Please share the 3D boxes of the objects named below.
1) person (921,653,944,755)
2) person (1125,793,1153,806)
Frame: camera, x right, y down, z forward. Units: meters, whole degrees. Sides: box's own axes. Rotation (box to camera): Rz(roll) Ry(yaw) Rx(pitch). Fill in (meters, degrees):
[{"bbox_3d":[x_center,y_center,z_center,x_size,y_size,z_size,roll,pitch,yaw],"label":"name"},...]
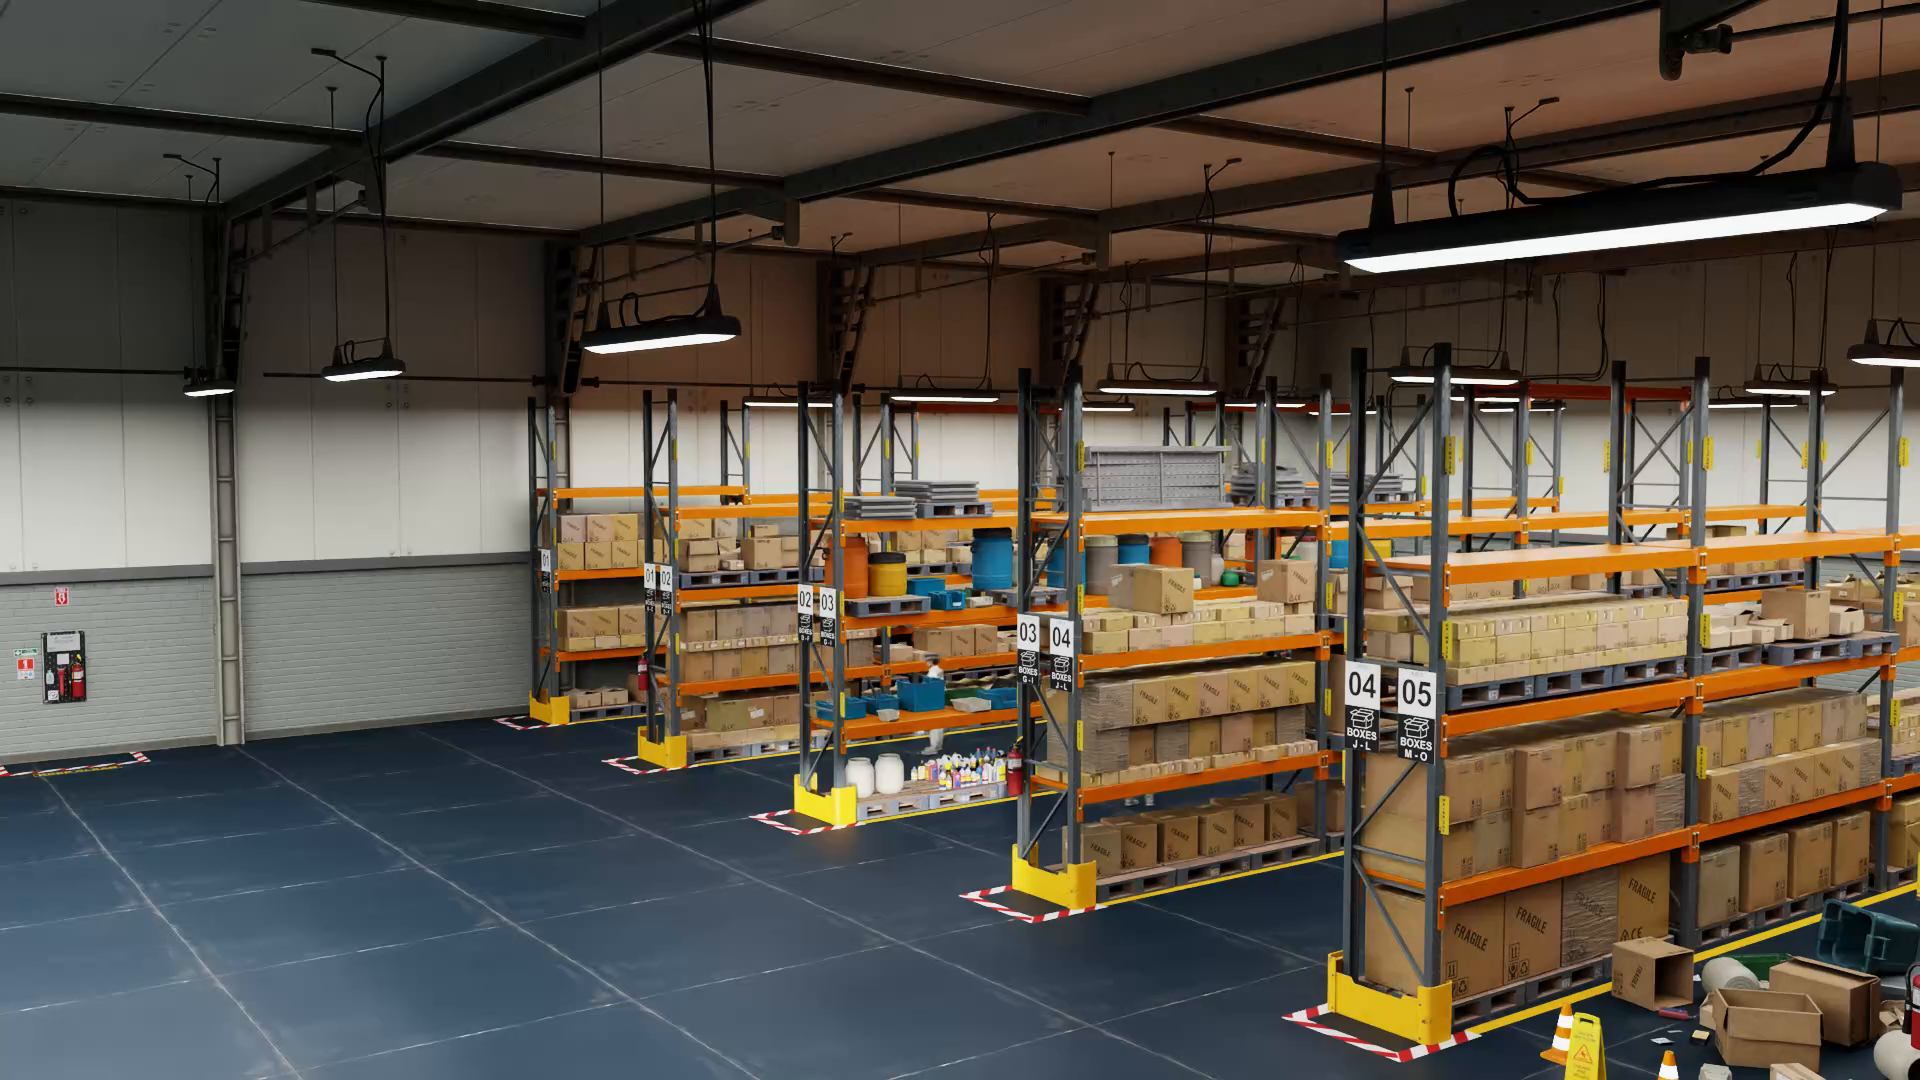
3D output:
[{"bbox_3d":[-0.435,2.703,27.580,0.374,1.669,0.544,1,4,20],"label":"person"},{"bbox_3d":[2.557,2.964,23.555,0.494,1.656,0.376,-1,3,-11],"label":"person"}]
